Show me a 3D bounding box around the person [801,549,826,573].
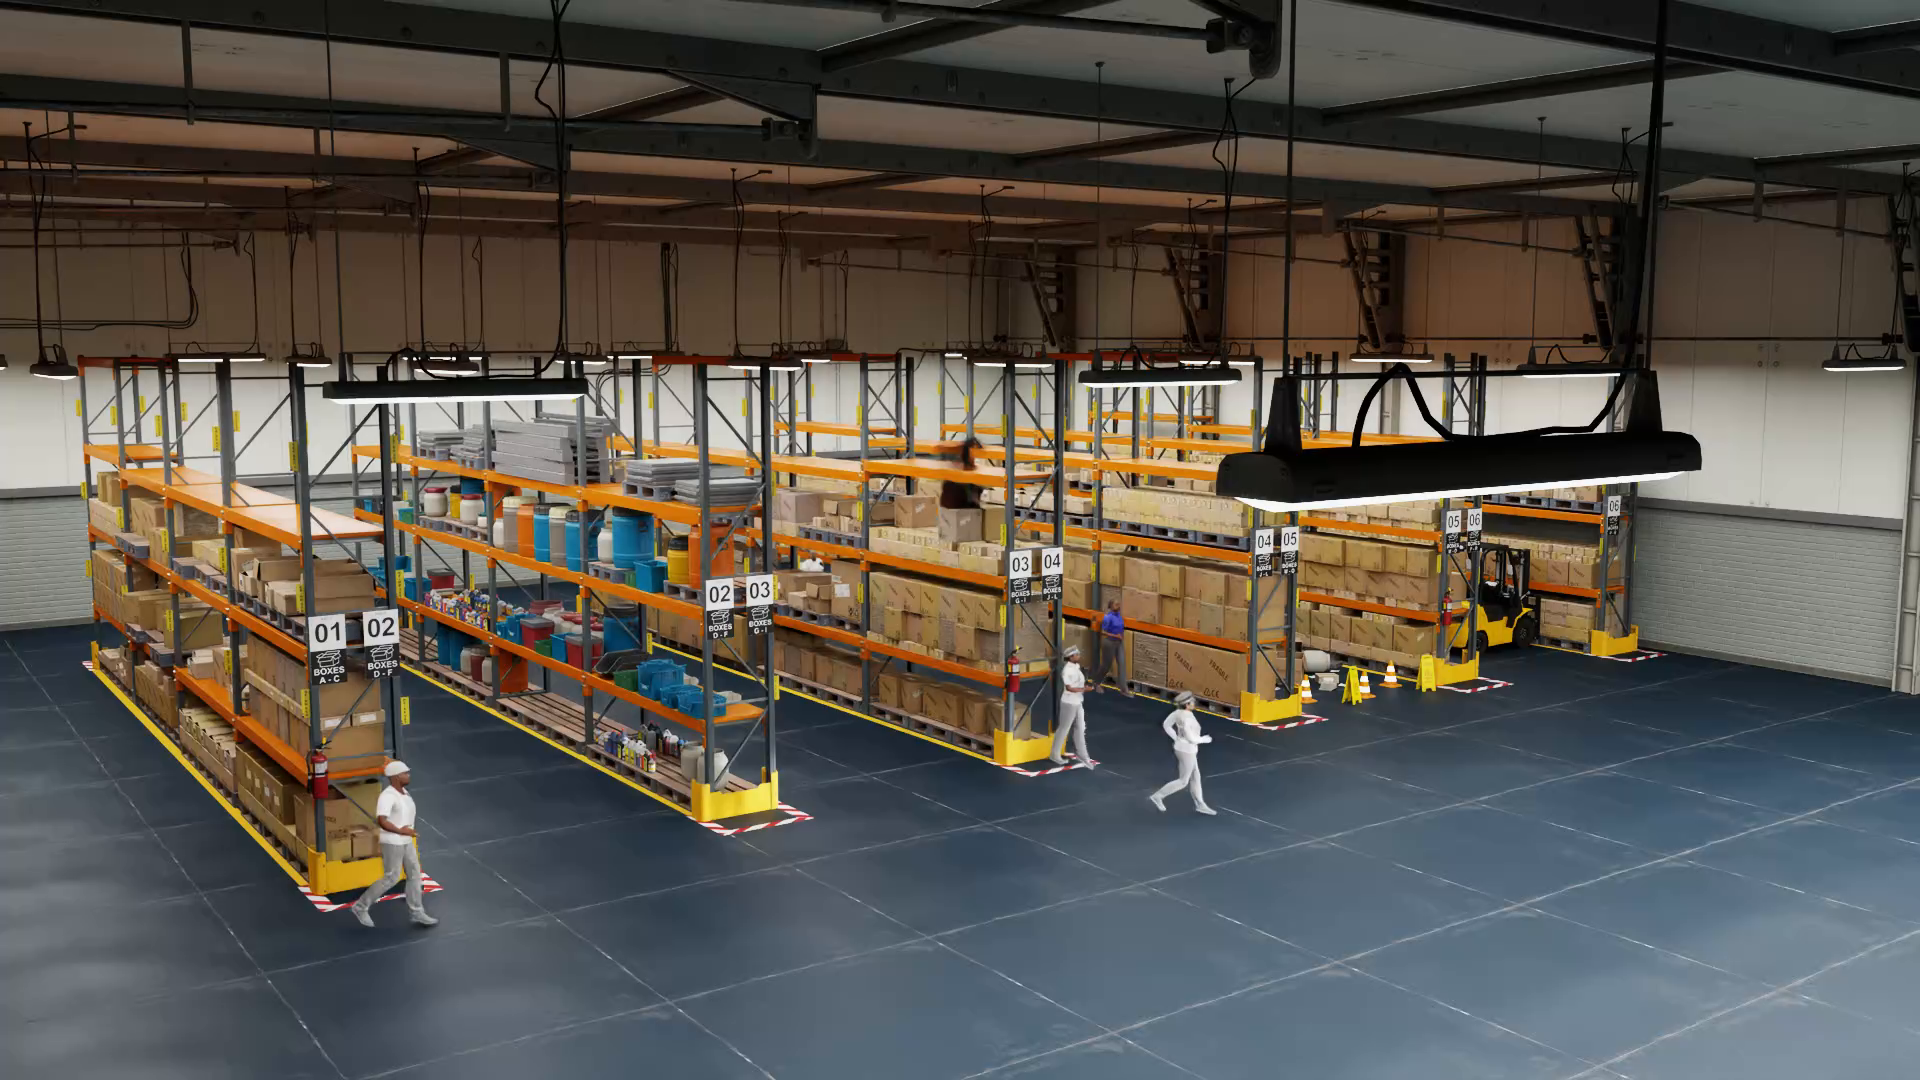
[{"bbox_3d":[-3.184,1.031,36.499,0.669,1.800,0.969,-4,8,-29],"label":"person"}]

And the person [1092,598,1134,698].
[{"bbox_3d":[2.595,1.812,28.124,0.587,1.681,0.860,-6,9,-43],"label":"person"}]

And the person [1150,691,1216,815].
[{"bbox_3d":[2.958,2.828,21.976,0.926,1.703,0.615,-1,7,-8],"label":"person"}]

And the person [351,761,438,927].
[{"bbox_3d":[-6.097,3.275,18.040,0.893,1.743,0.768,0,7,-2],"label":"person"}]

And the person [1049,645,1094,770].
[{"bbox_3d":[1.594,2.366,23.544,0.632,1.800,0.581,2,7,17],"label":"person"}]
